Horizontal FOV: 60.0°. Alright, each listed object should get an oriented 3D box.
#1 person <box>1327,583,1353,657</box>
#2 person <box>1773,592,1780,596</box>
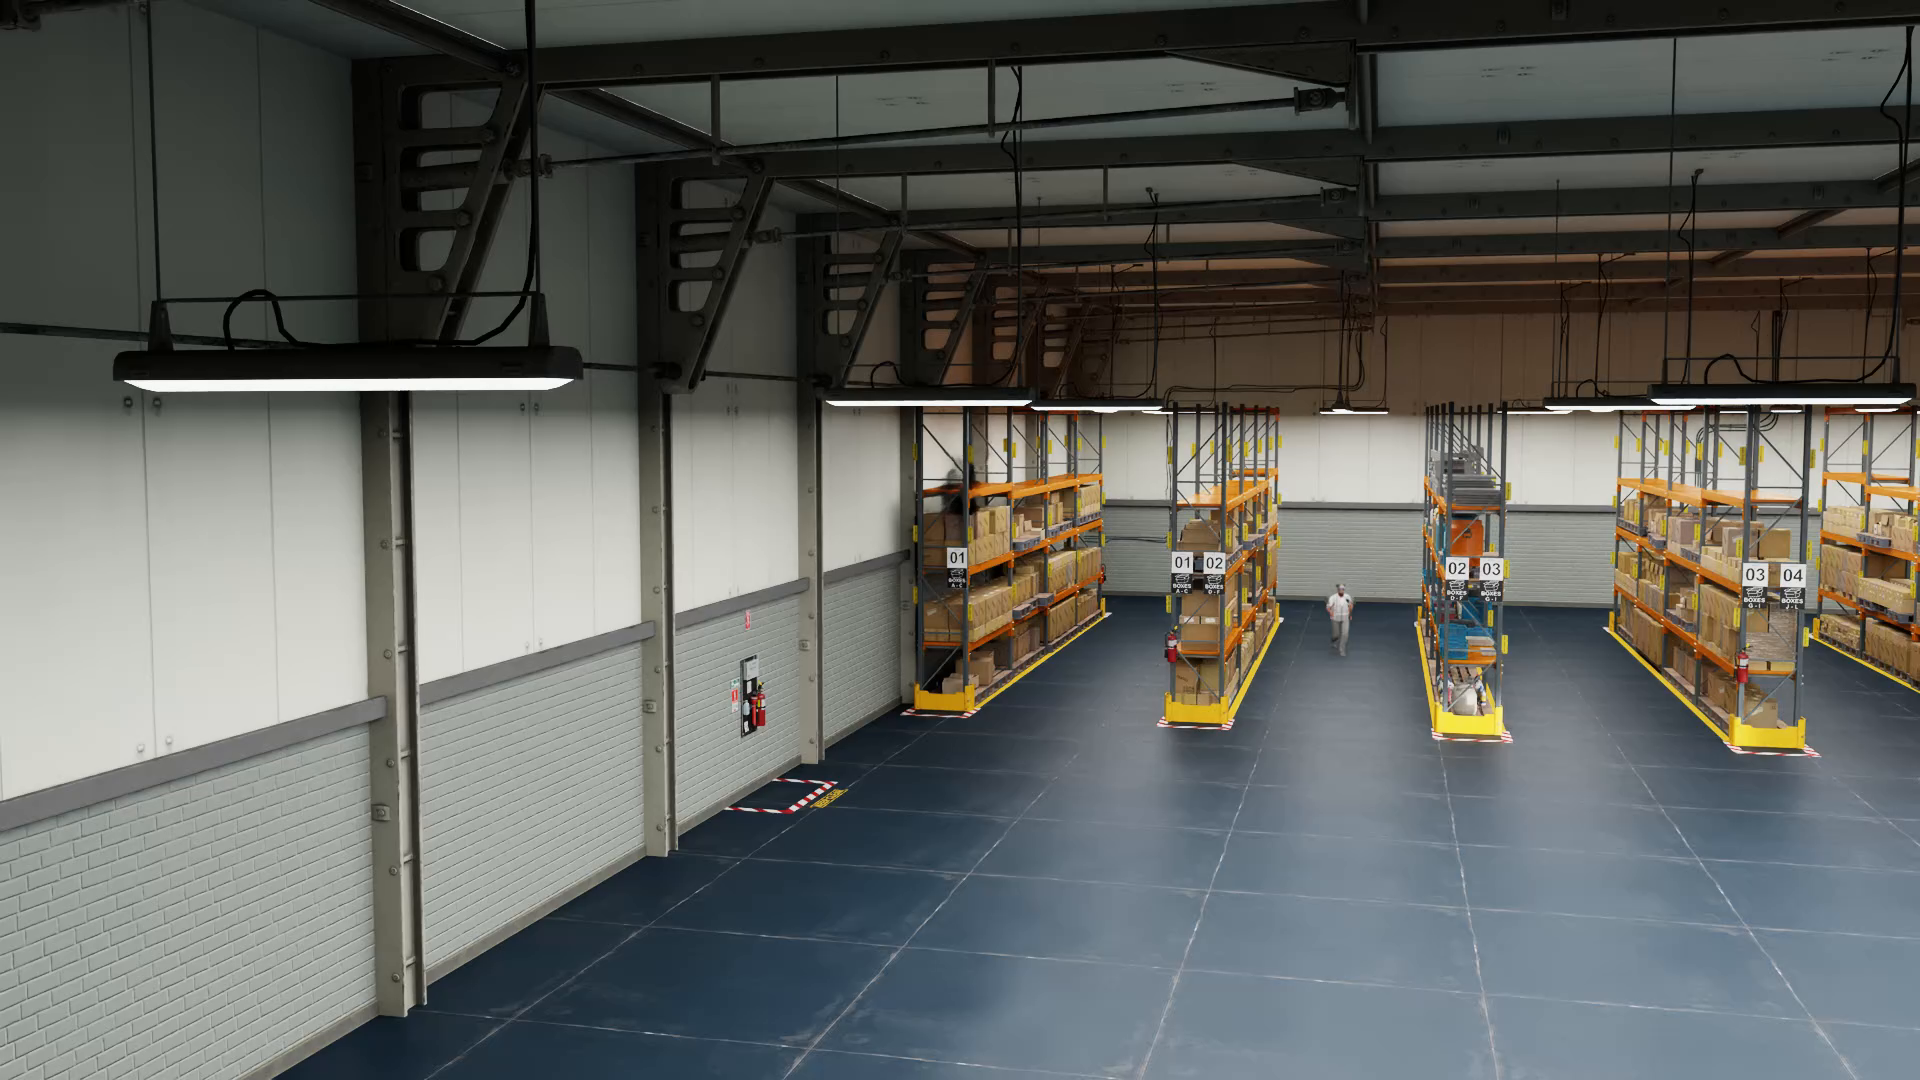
[{"bbox_3d":[9.163,1.896,40.090,0.653,1.750,0.805,0,4,1],"label":"person"},{"bbox_3d":[20.515,1.864,41.638,0.561,1.604,0.565,1,4,19],"label":"person"}]
